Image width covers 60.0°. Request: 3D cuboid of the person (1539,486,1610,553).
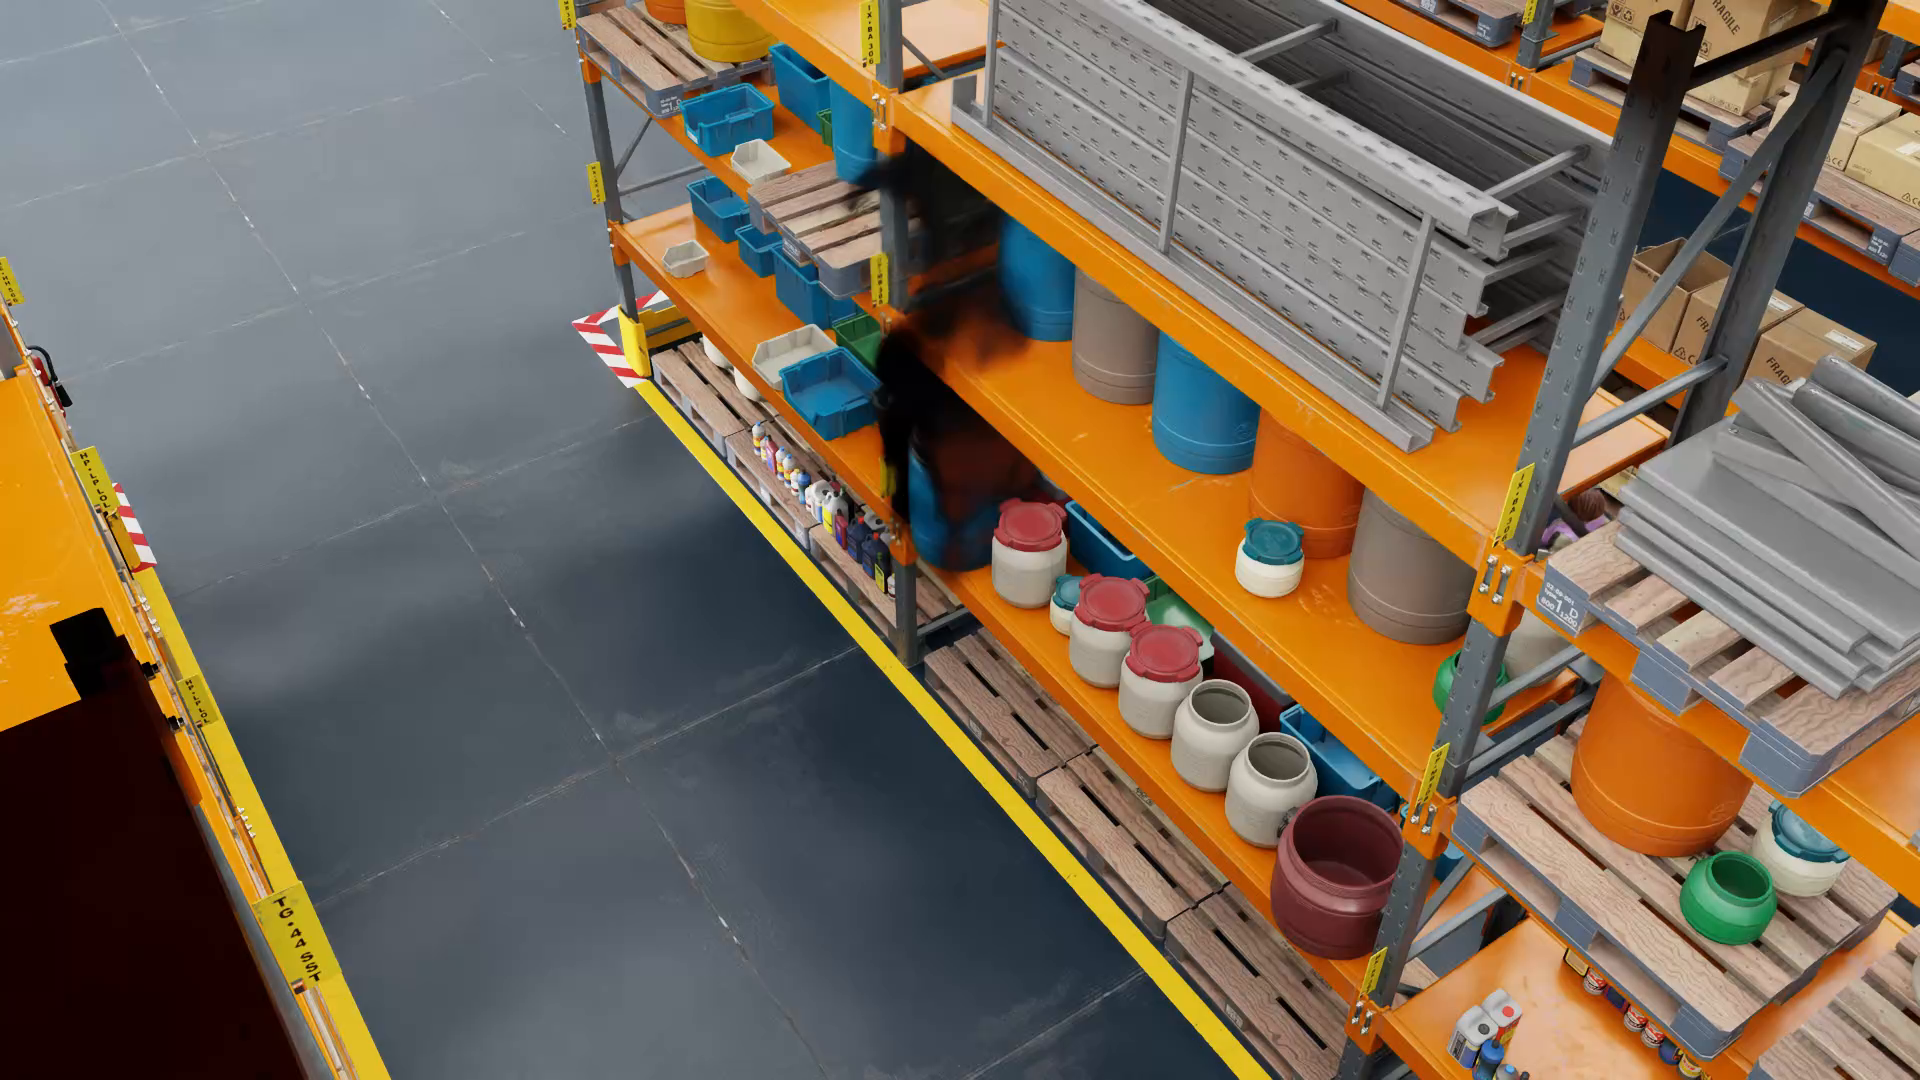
[{"bbox_3d":[3.507,0.279,9.872,0.652,1.637,0.506,28,49,27],"label":"person"}]
